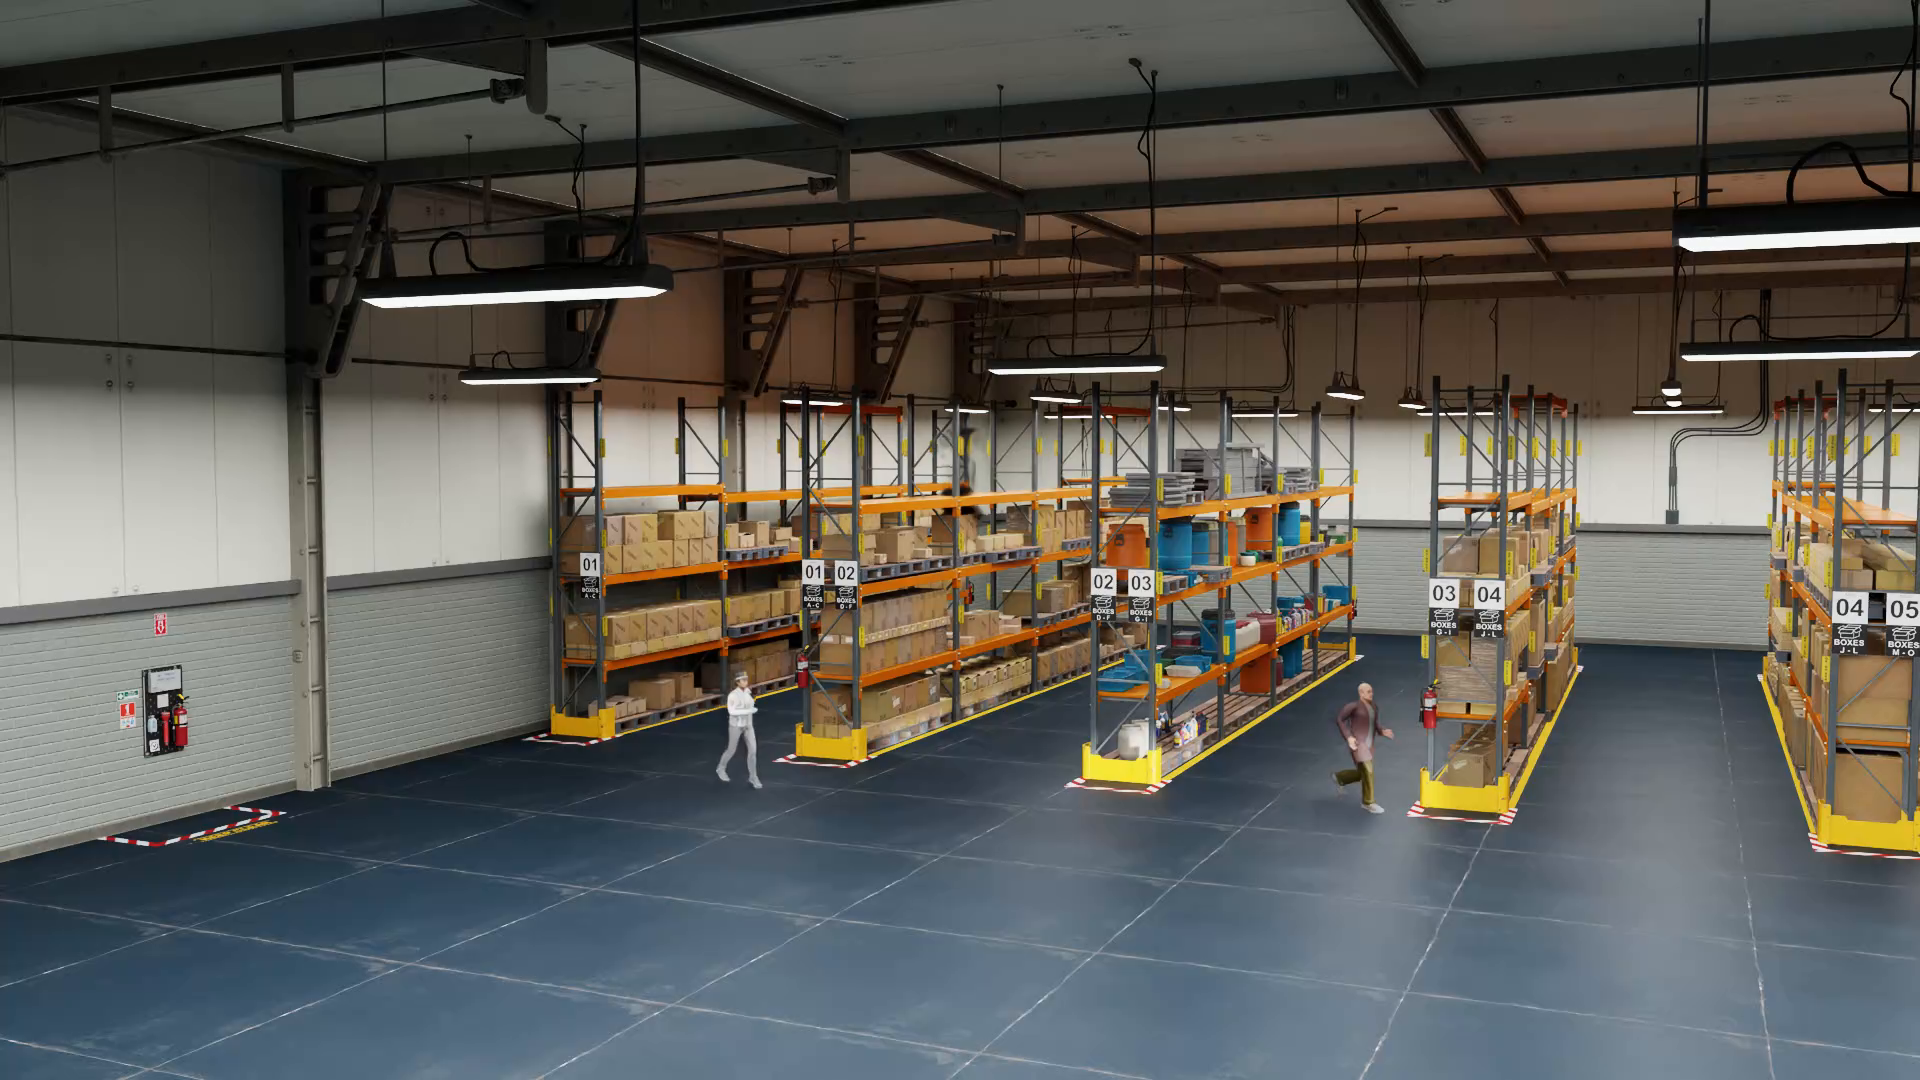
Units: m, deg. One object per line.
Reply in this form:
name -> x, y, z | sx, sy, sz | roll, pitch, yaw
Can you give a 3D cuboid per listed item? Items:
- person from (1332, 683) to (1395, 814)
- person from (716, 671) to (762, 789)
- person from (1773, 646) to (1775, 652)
person -> 5.513, 2.855, 23.108 | 0.691, 1.762, 0.957 | -2, 4, -38
person -> -3.267, 2.779, 24.593 | 0.883, 1.720, 0.589 | 3, 4, 41
person -> 18.217, 2.190, 36.723 | 0.509, 1.567, 0.613 | 2, 4, 28
